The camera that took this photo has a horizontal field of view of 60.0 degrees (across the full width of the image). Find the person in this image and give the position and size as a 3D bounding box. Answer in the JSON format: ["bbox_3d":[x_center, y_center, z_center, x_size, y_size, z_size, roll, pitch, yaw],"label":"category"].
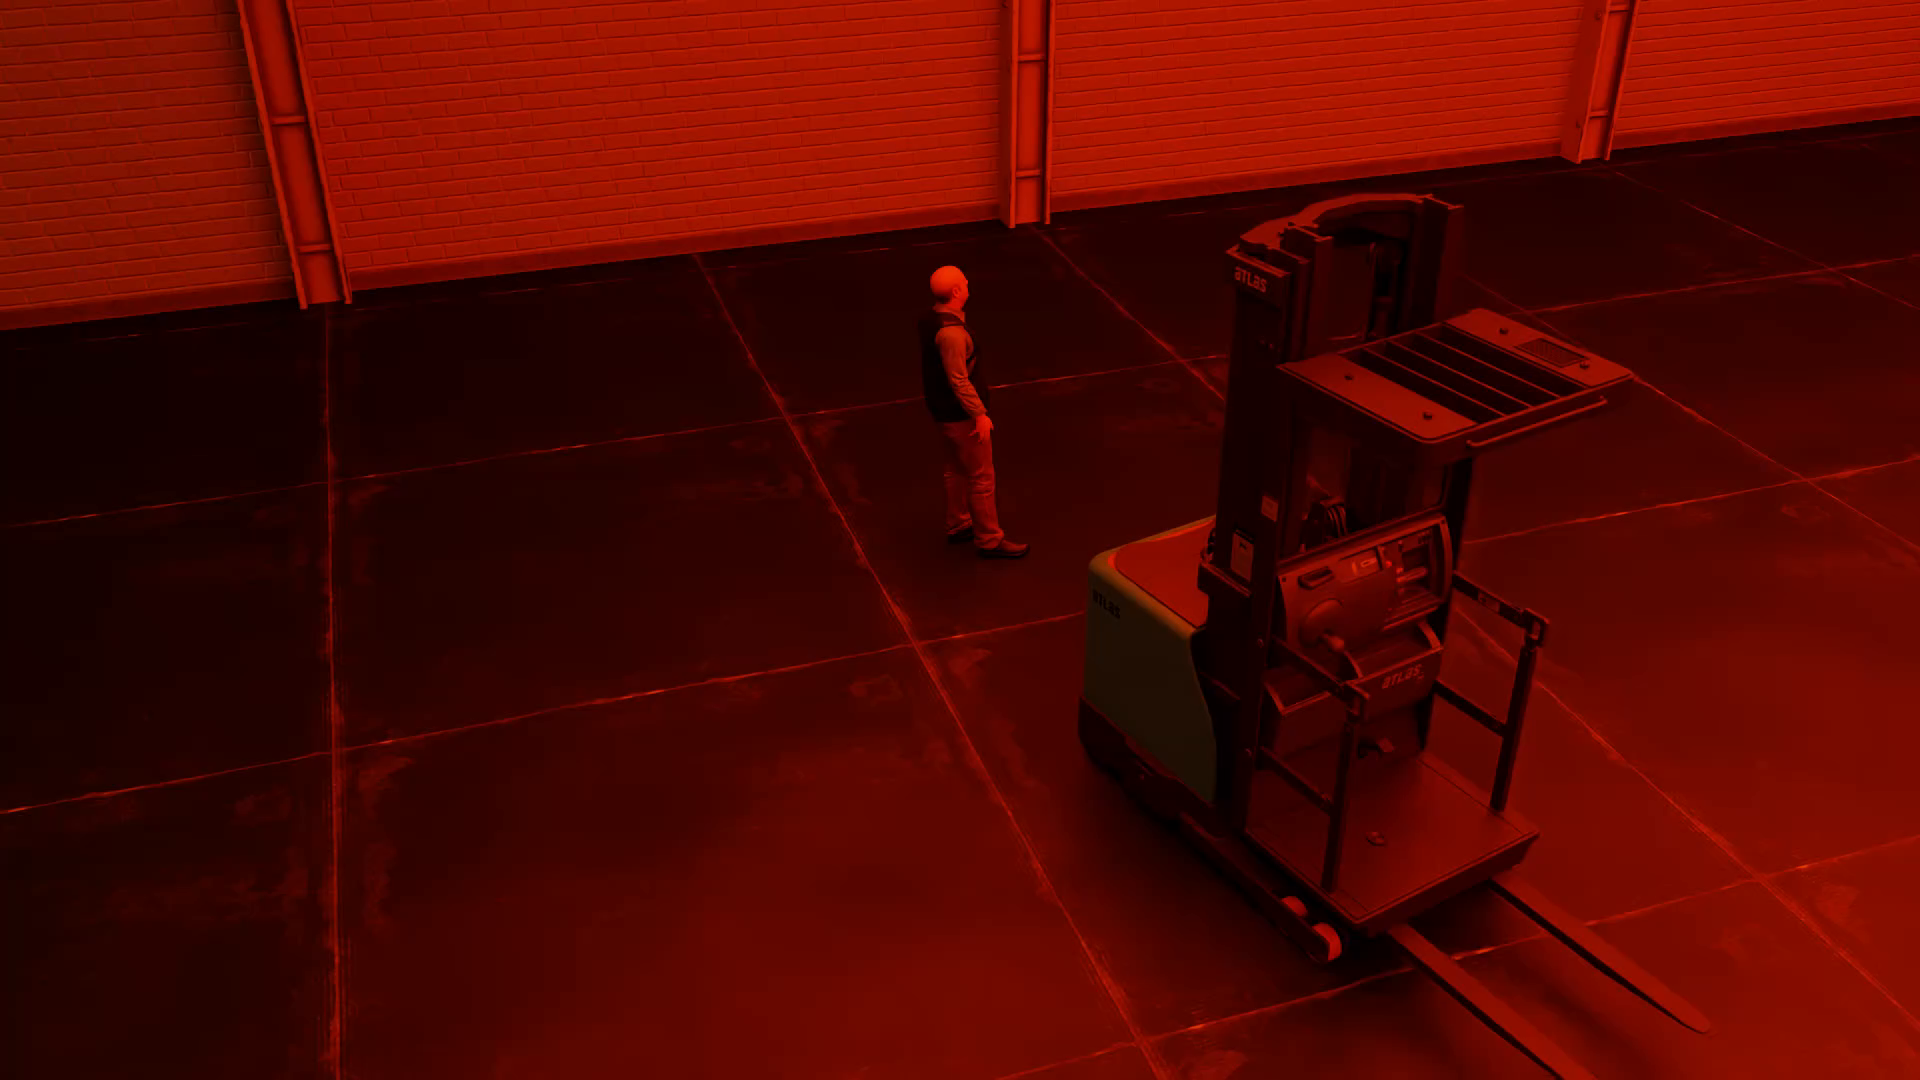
[{"bbox_3d":[0.061,-0.758,9.603,0.568,1.720,0.632,-10,31,-16],"label":"person"}]

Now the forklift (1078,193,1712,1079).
[{"bbox_3d":[1.788,0.230,6.687,1.130,2.935,3.031,-17,34,-27],"label":"forklift"}]
